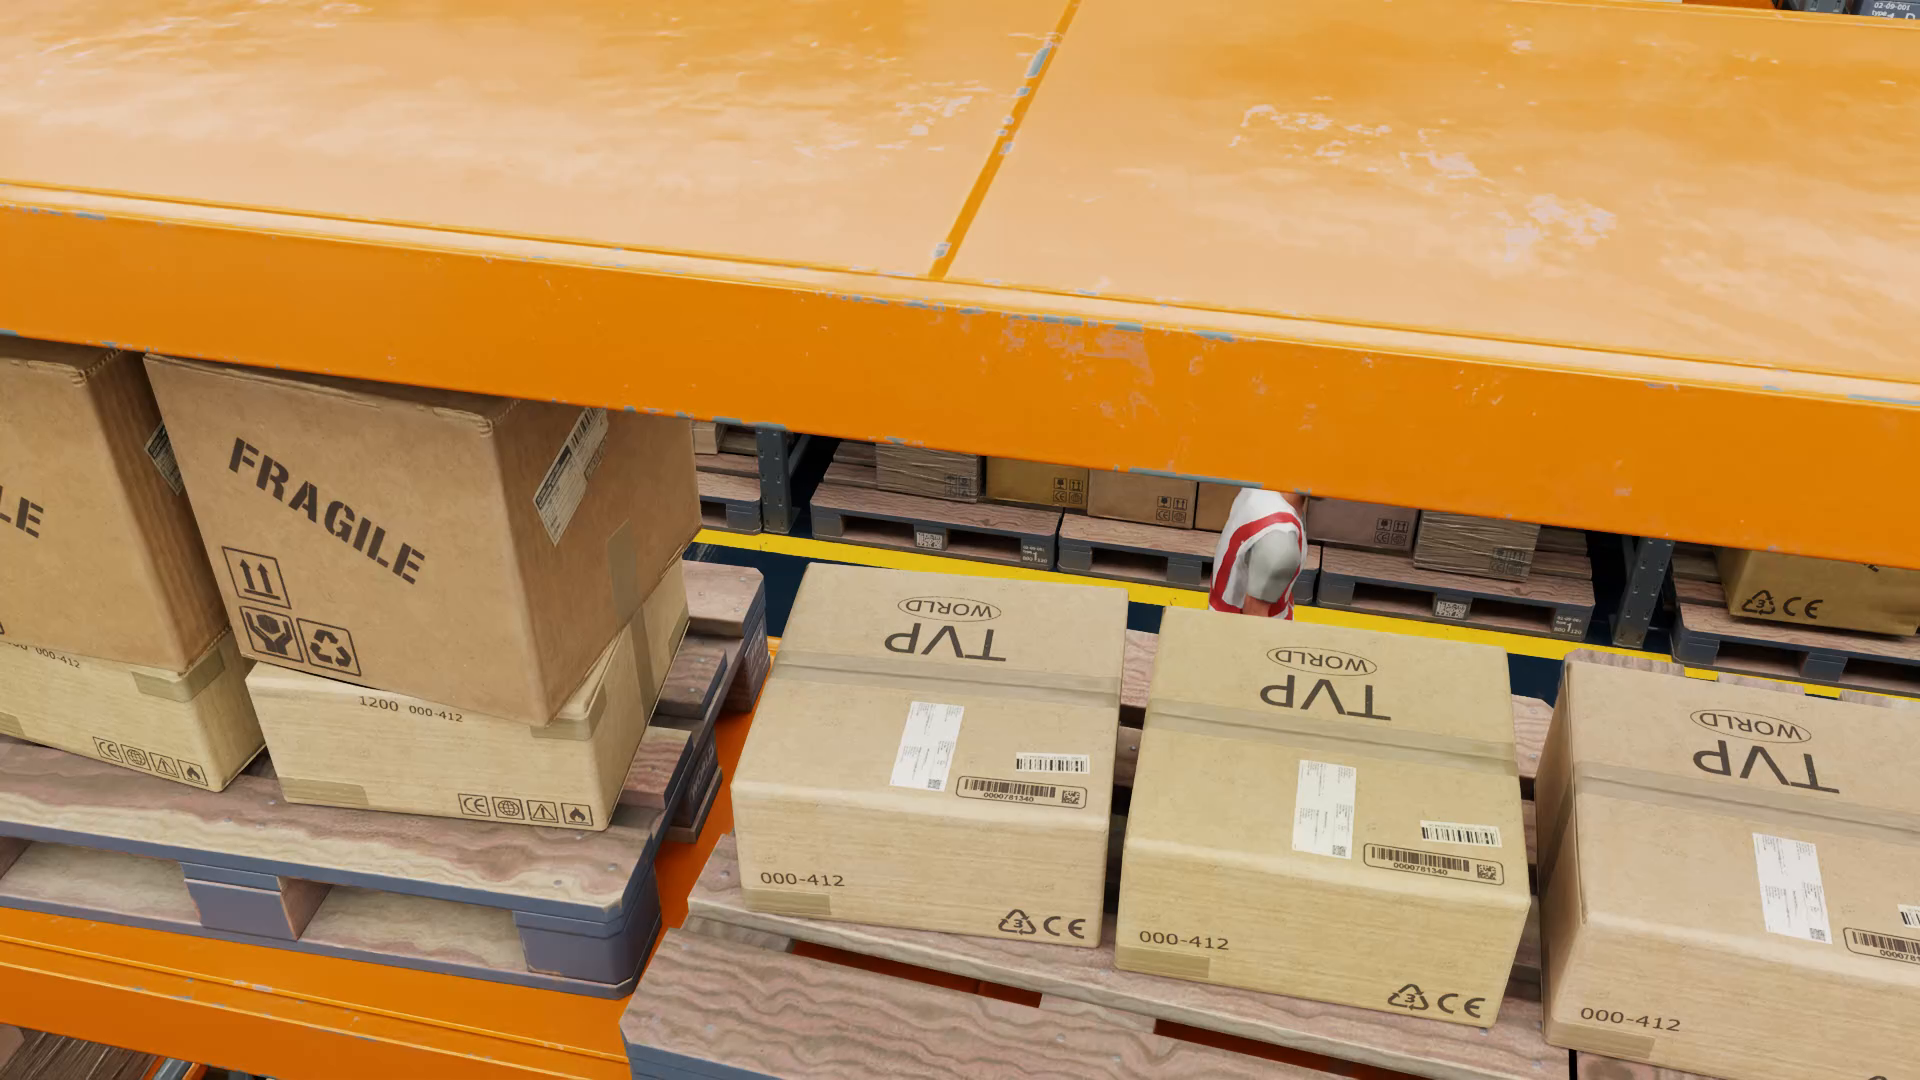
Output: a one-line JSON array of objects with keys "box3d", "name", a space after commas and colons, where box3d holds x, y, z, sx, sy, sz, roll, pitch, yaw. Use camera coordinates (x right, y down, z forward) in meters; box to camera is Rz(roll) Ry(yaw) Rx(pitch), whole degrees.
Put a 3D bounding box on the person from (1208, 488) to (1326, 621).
[{"box3d": [1.141, 0.336, 6.178, 0.455, 1.779, 0.618, 7, 37, 9], "name": "person"}]
